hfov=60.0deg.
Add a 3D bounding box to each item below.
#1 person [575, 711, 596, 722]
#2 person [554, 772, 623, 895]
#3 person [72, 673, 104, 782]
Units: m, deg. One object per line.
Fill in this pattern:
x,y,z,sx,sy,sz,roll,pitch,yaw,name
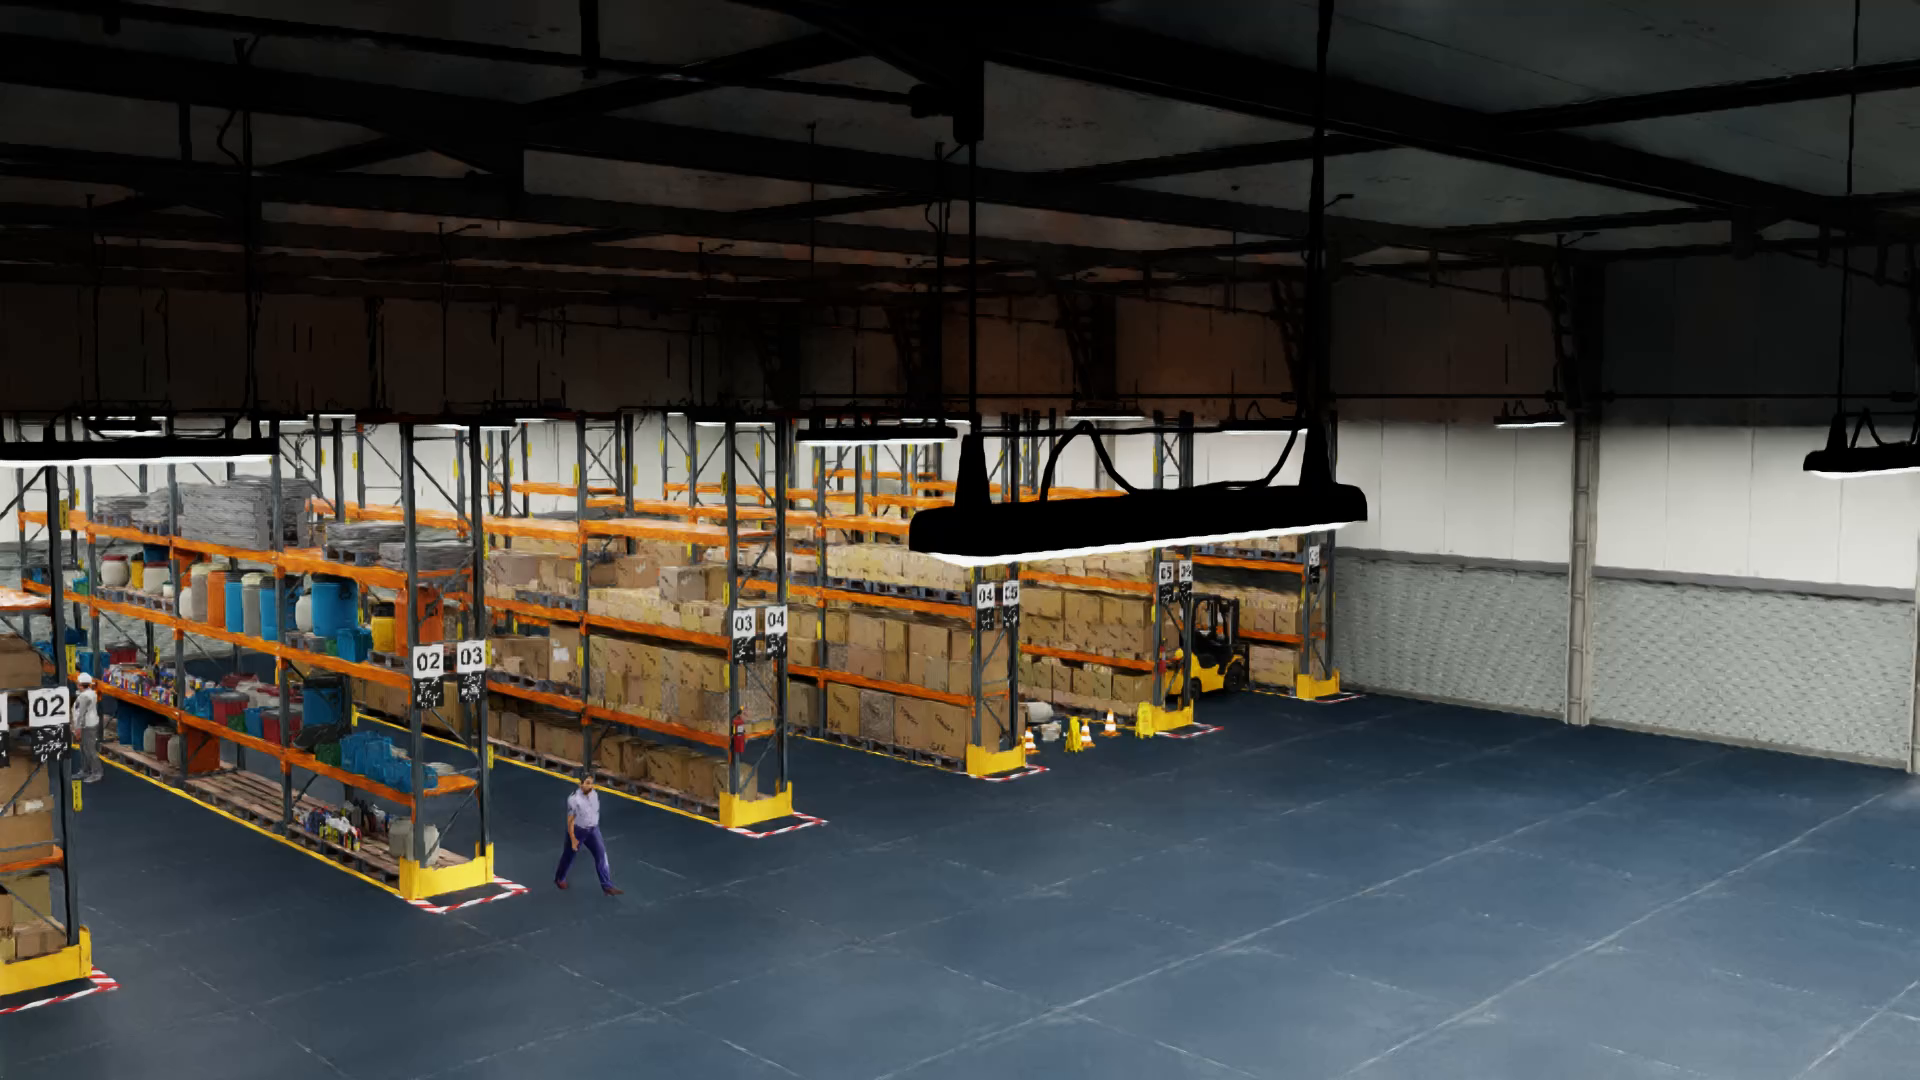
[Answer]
-7.129,2.771,31.891,0.513,1.604,0.592,5,7,44,person
-4.770,3.703,21.077,1.091,1.565,0.481,5,7,43,person
-14.385,3.064,27.327,0.555,1.772,0.615,-1,5,-16,person
